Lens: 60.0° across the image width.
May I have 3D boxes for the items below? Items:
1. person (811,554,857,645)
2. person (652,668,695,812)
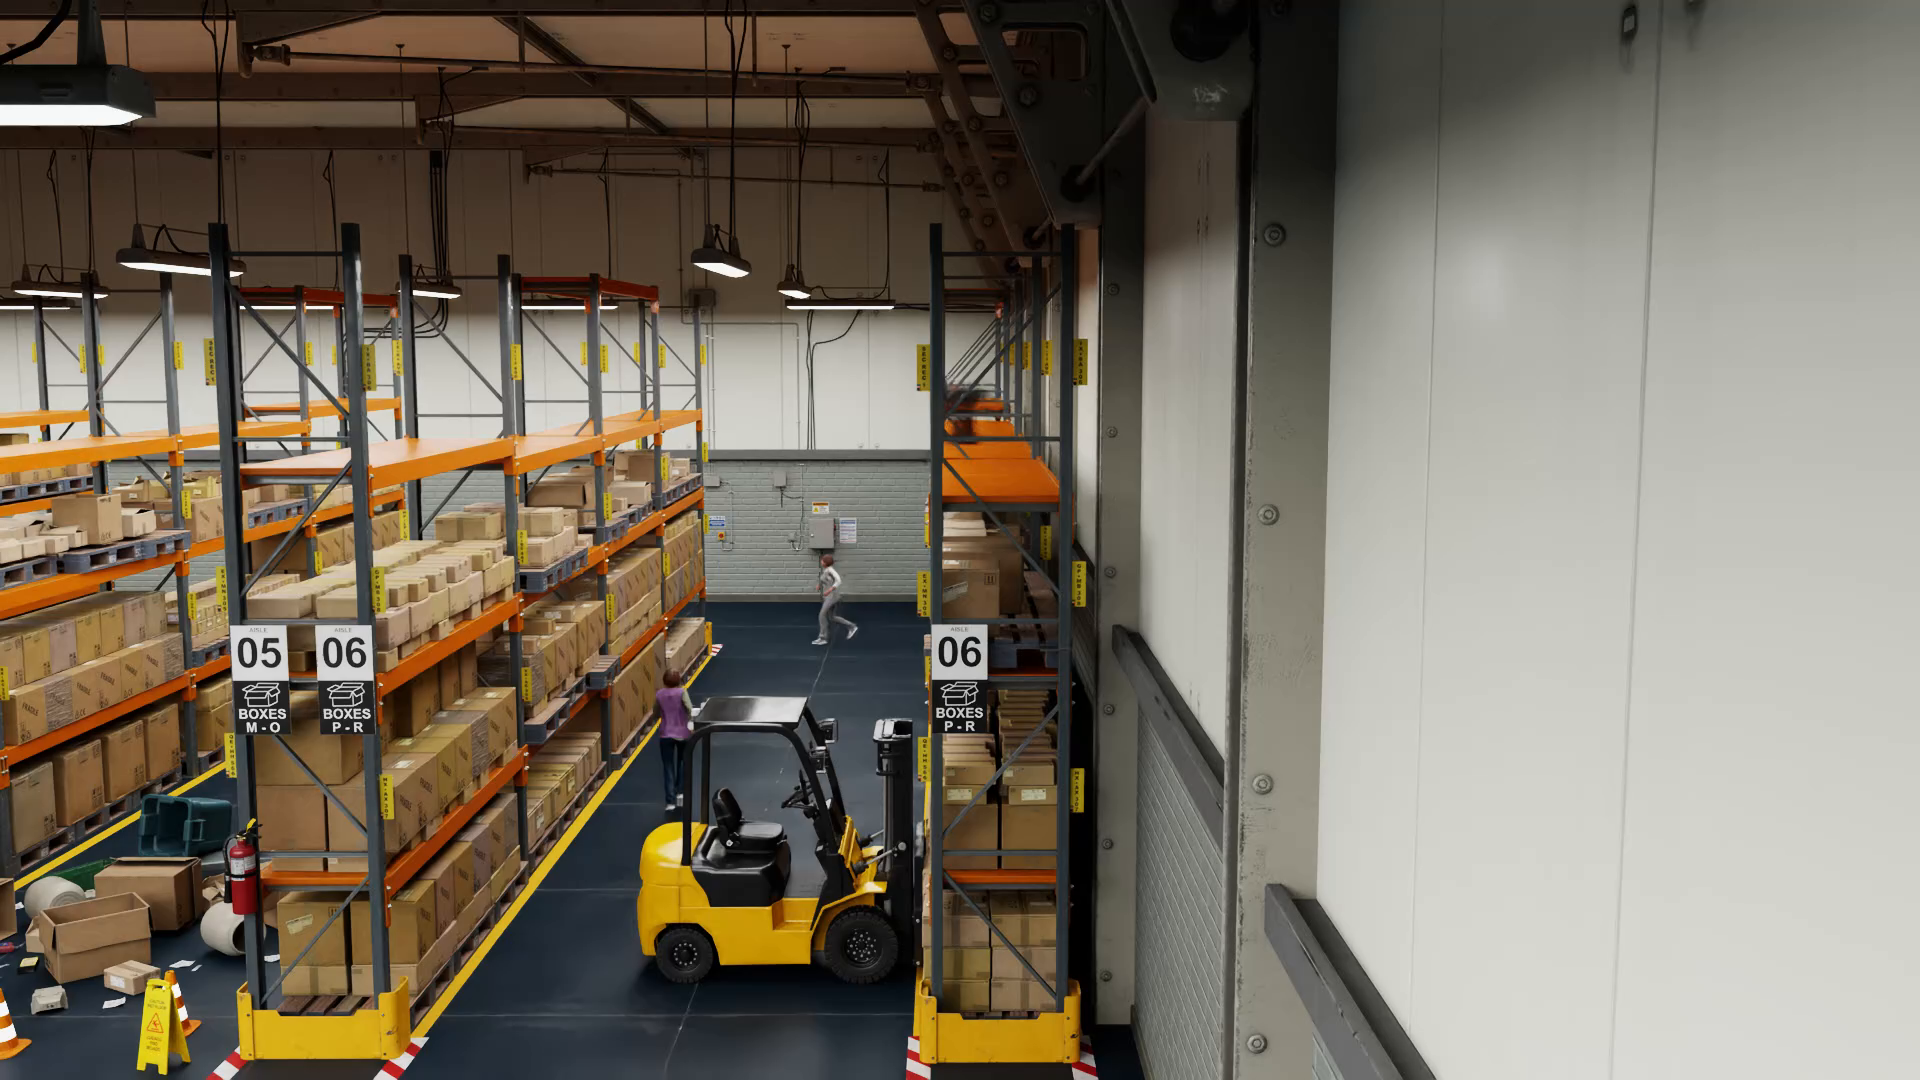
[{"bbox_3d":[-2.204,1.023,28.987,0.822,1.560,0.579,-1,7,-11],"label":"person"},{"bbox_3d":[-3.165,2.226,18.421,0.478,1.641,0.788,-1,7,-8],"label":"person"}]
